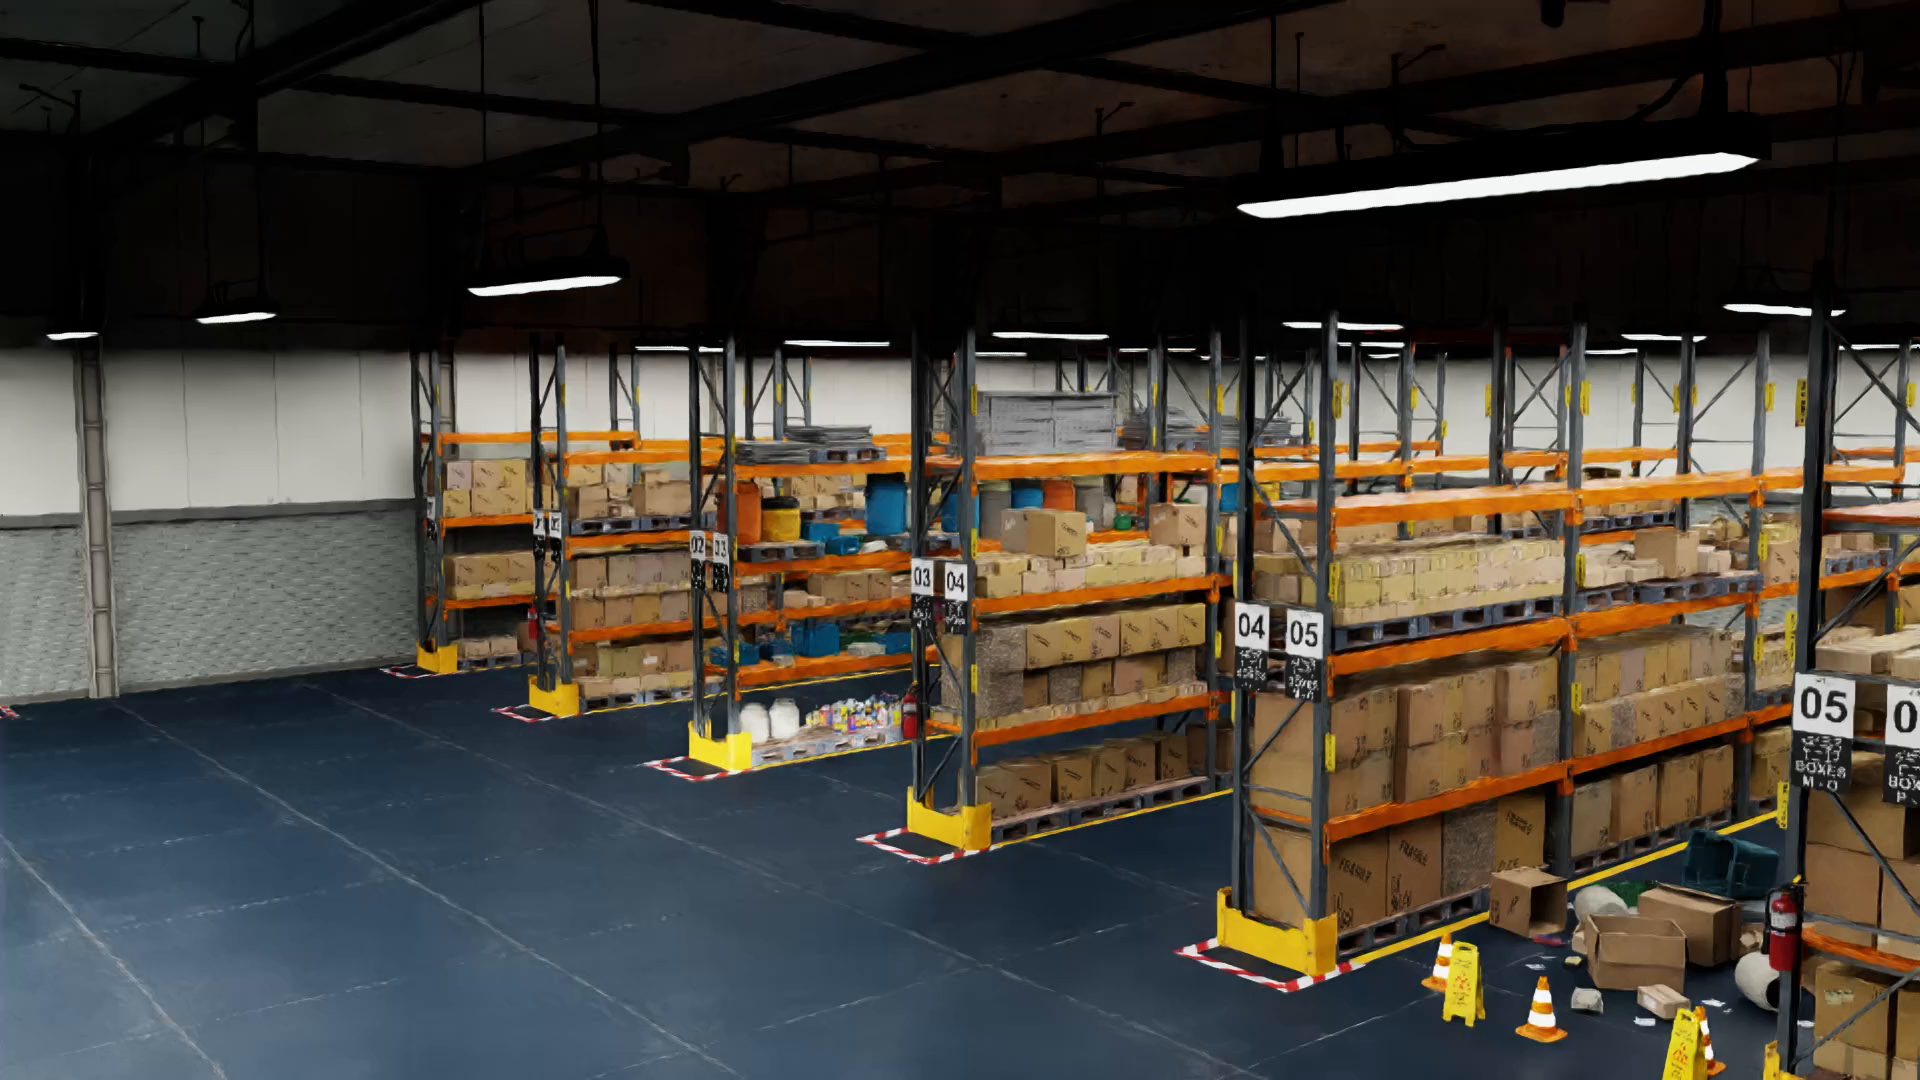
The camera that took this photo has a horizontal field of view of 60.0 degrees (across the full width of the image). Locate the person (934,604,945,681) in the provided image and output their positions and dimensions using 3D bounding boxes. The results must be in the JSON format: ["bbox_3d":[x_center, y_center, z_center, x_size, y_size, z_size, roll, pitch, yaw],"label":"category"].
[{"bbox_3d":[-0.120,1.573,29.151,0.673,1.763,0.580,-1,5,-9],"label":"person"}]
